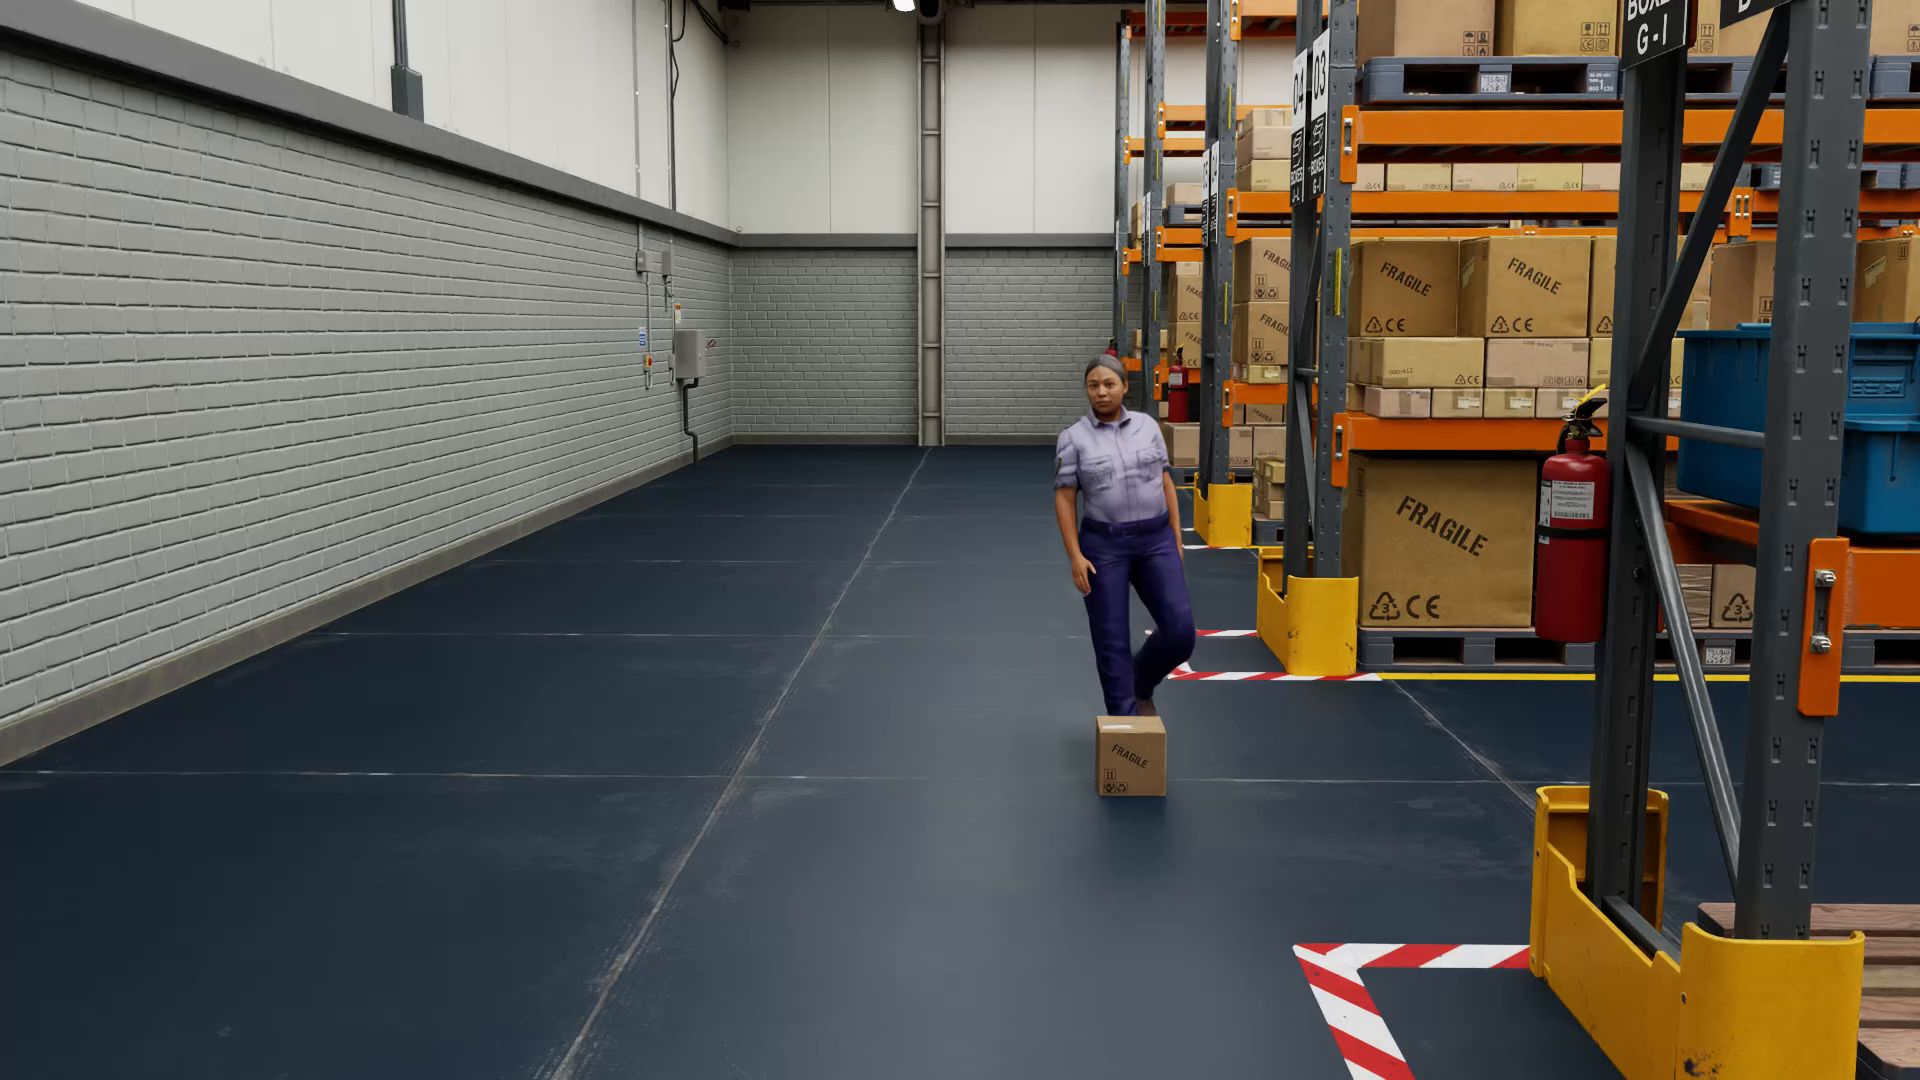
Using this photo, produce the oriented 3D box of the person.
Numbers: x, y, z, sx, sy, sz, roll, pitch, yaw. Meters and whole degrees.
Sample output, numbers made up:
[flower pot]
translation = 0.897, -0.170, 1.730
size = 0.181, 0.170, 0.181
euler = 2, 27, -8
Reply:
[person]
translation = 0.670, 0.087, 6.659
size = 0.550, 1.625, 0.623
euler = -1, 7, -9
